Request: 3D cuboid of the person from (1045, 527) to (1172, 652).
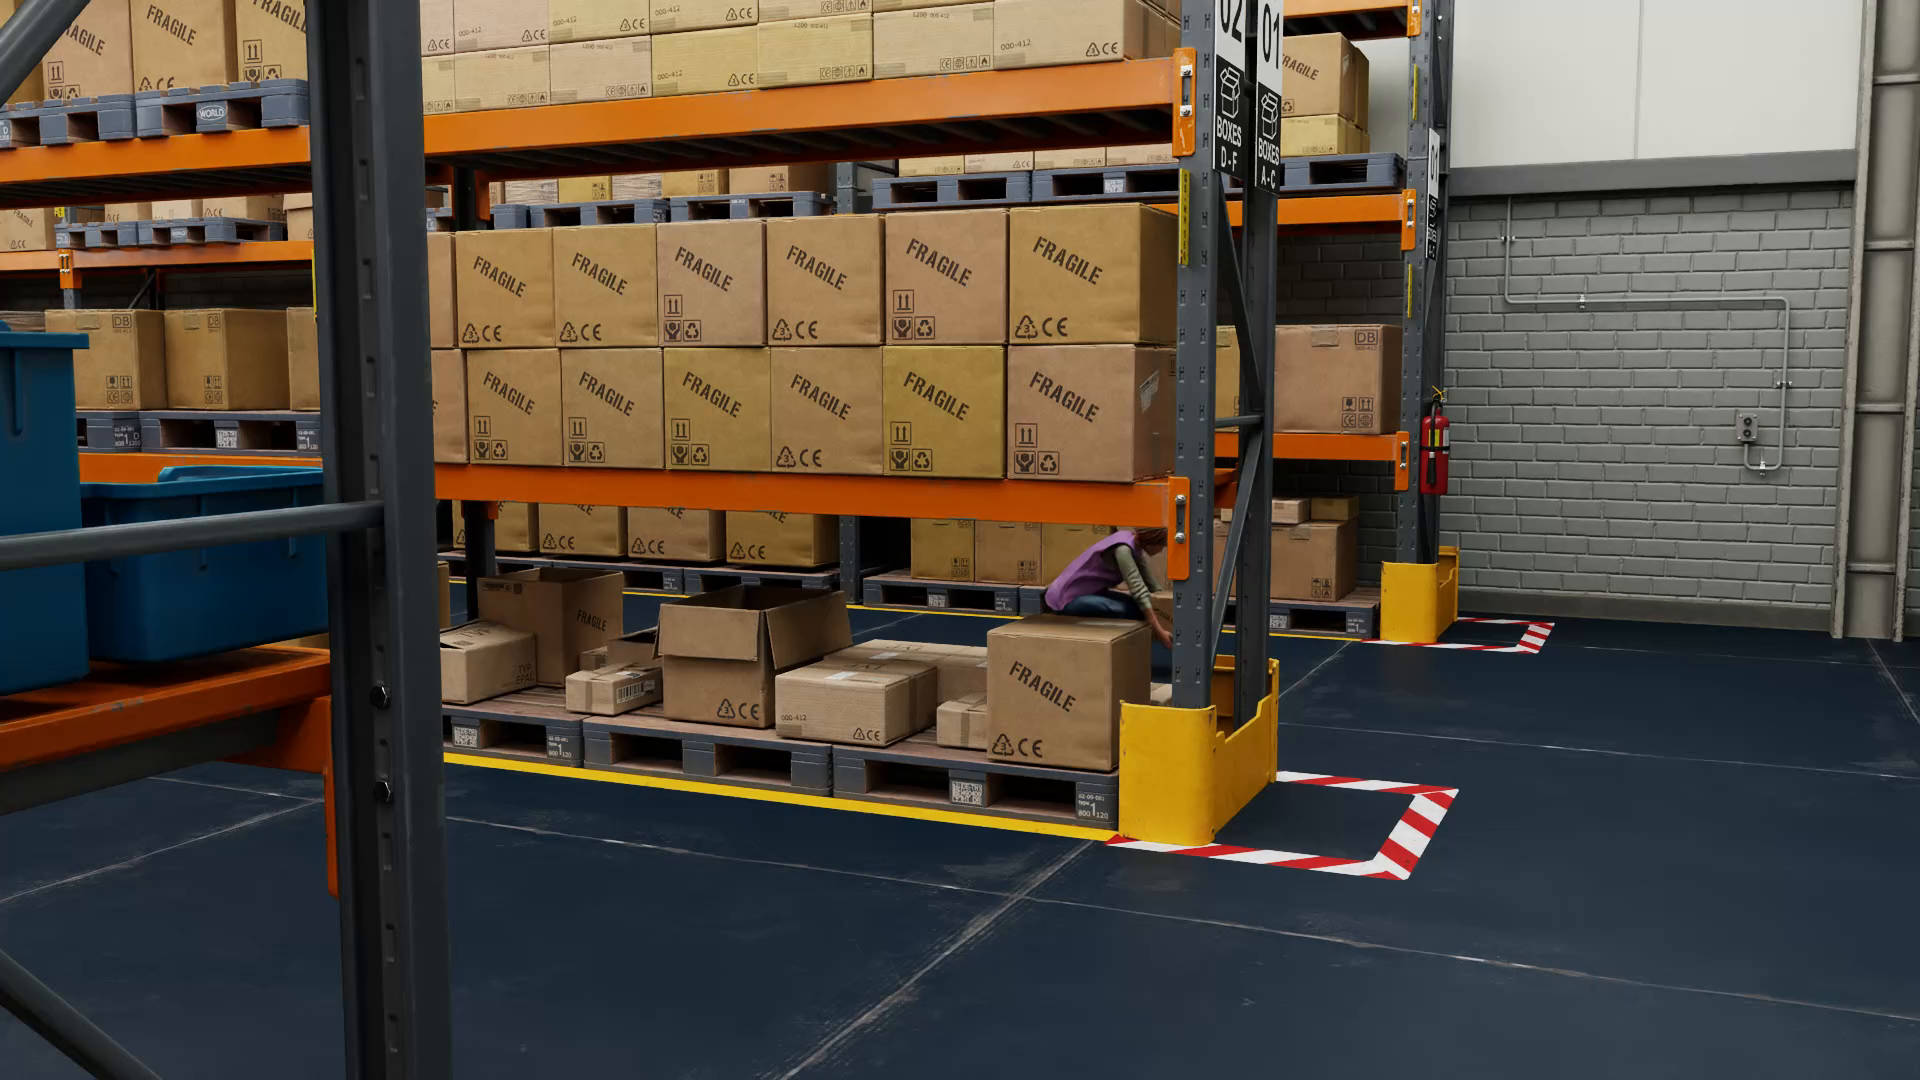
[{"bbox_3d":[0.896,0.305,9.518,0.820,0.894,0.426,2,6,23],"label":"person"}]
